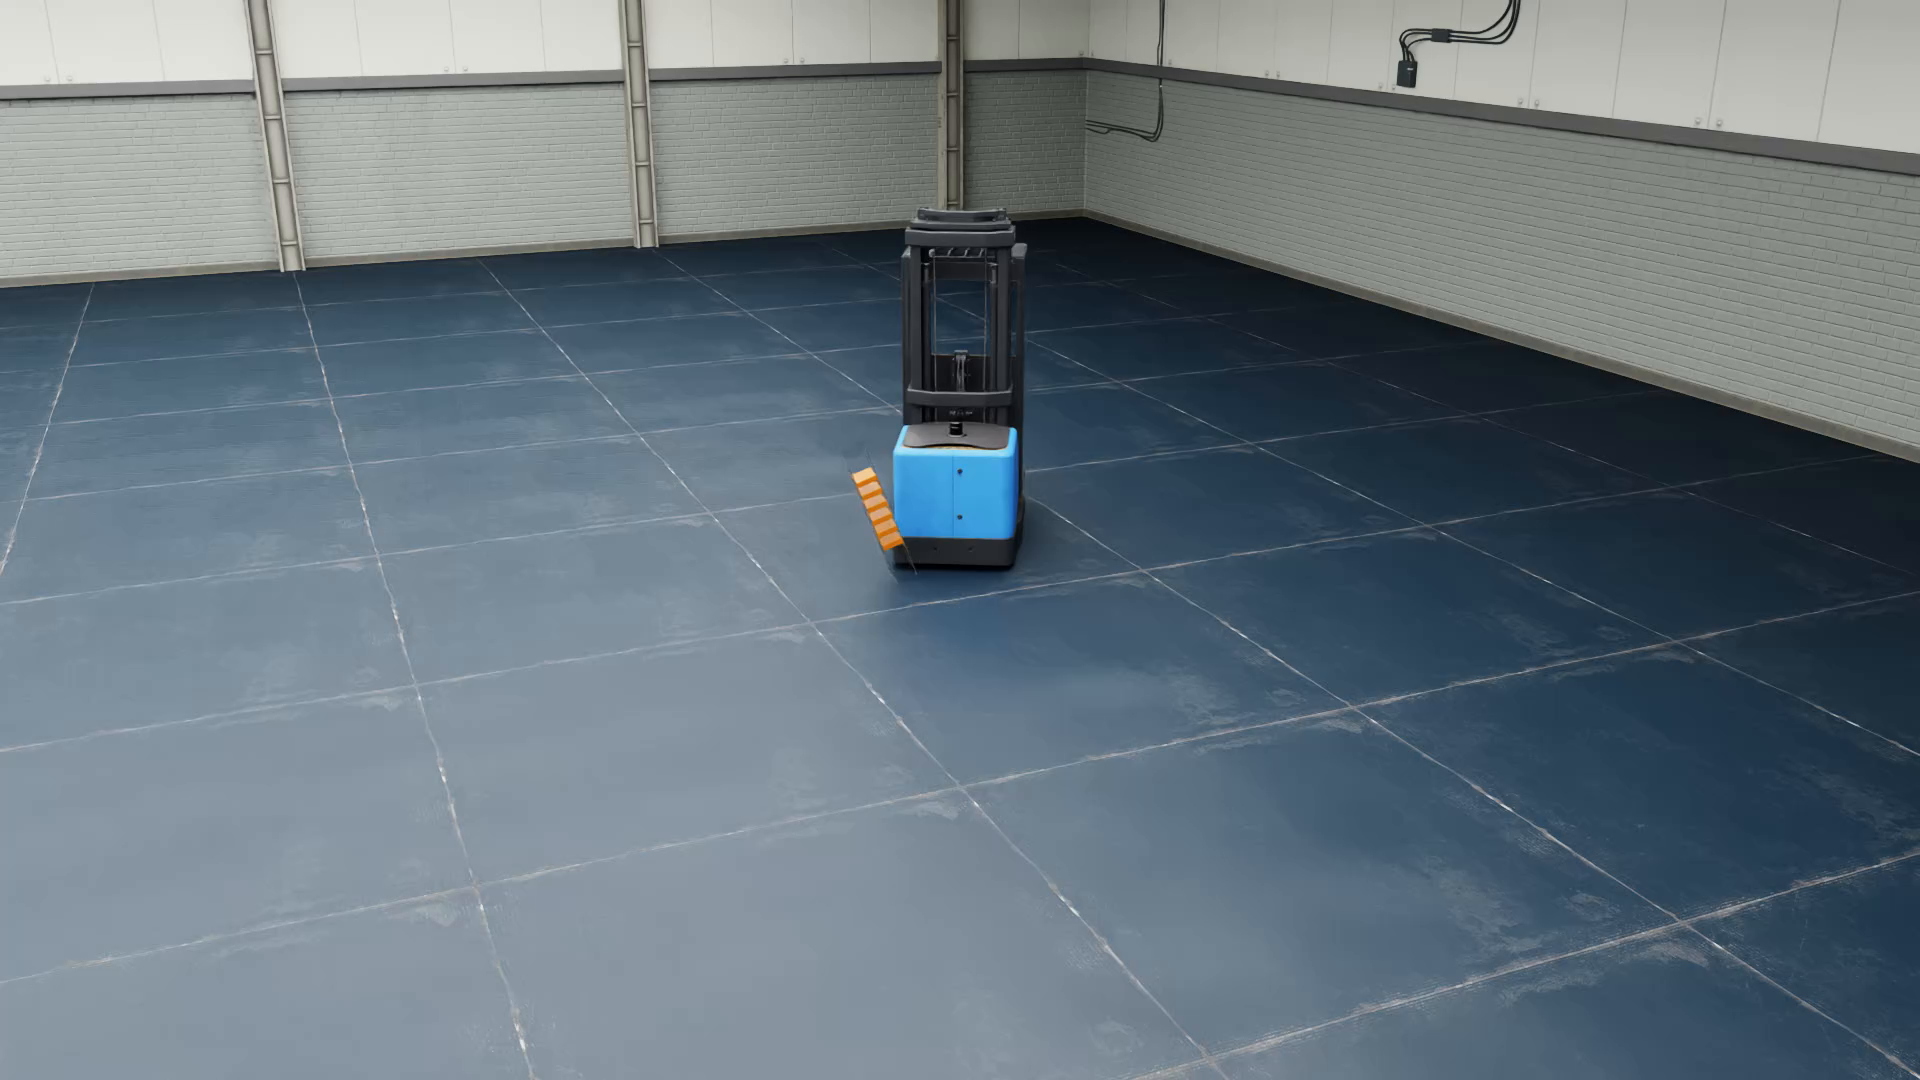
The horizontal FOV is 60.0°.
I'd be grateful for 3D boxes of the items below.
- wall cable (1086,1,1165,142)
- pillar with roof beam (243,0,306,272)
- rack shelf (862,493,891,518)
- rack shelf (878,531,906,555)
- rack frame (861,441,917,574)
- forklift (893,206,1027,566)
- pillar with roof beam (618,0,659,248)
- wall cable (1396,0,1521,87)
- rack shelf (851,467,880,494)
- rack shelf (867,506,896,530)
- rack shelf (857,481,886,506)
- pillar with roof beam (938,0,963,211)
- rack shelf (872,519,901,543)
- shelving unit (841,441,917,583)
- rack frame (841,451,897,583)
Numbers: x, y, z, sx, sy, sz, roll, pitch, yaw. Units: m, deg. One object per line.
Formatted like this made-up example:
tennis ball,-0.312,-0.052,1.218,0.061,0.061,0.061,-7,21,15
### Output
wall cable,3.050,-8.880,31.367,0.112,2.526,3.097,-8,21,-22
pillar with roof beam,-9.492,-7.469,22.684,0.400,9.000,9.100,-8,21,-22
rack shelf,-0.699,-0.291,13.835,0.180,0.103,0.258,-23,23,-5
rack shelf,-0.578,0.018,13.975,0.180,0.103,0.258,-23,23,-5
rack frame,-0.590,-0.262,13.872,0.006,1.200,0.240,-23,23,-5
forklift,0.045,-1.607,15.173,1.130,2.935,3.031,1,19,4
pillar with roof beam,-3.983,-8.258,24.926,0.400,9.000,9.100,-8,21,-22
wall cable,6.796,-9.051,22.058,0.169,6.003,2.305,-8,21,-22
rack shelf,-0.779,-0.497,13.742,0.180,0.103,0.258,-23,23,-5
rack shelf,-0.659,-0.188,13.881,0.180,0.103,0.258,-23,23,-5
rack shelf,-0.739,-0.394,13.788,0.180,0.103,0.258,-23,23,-5
pillar with roof beam,1.527,-9.047,27.167,0.400,9.000,9.100,-8,21,-22
rack shelf,-0.619,-0.085,13.928,0.180,0.103,0.258,-23,23,-5
shelving unit,-0.674,-0.226,13.864,0.189,1.200,0.258,-23,23,-5
rack frame,-0.757,-0.190,13.856,0.006,1.200,0.240,-23,23,-5
